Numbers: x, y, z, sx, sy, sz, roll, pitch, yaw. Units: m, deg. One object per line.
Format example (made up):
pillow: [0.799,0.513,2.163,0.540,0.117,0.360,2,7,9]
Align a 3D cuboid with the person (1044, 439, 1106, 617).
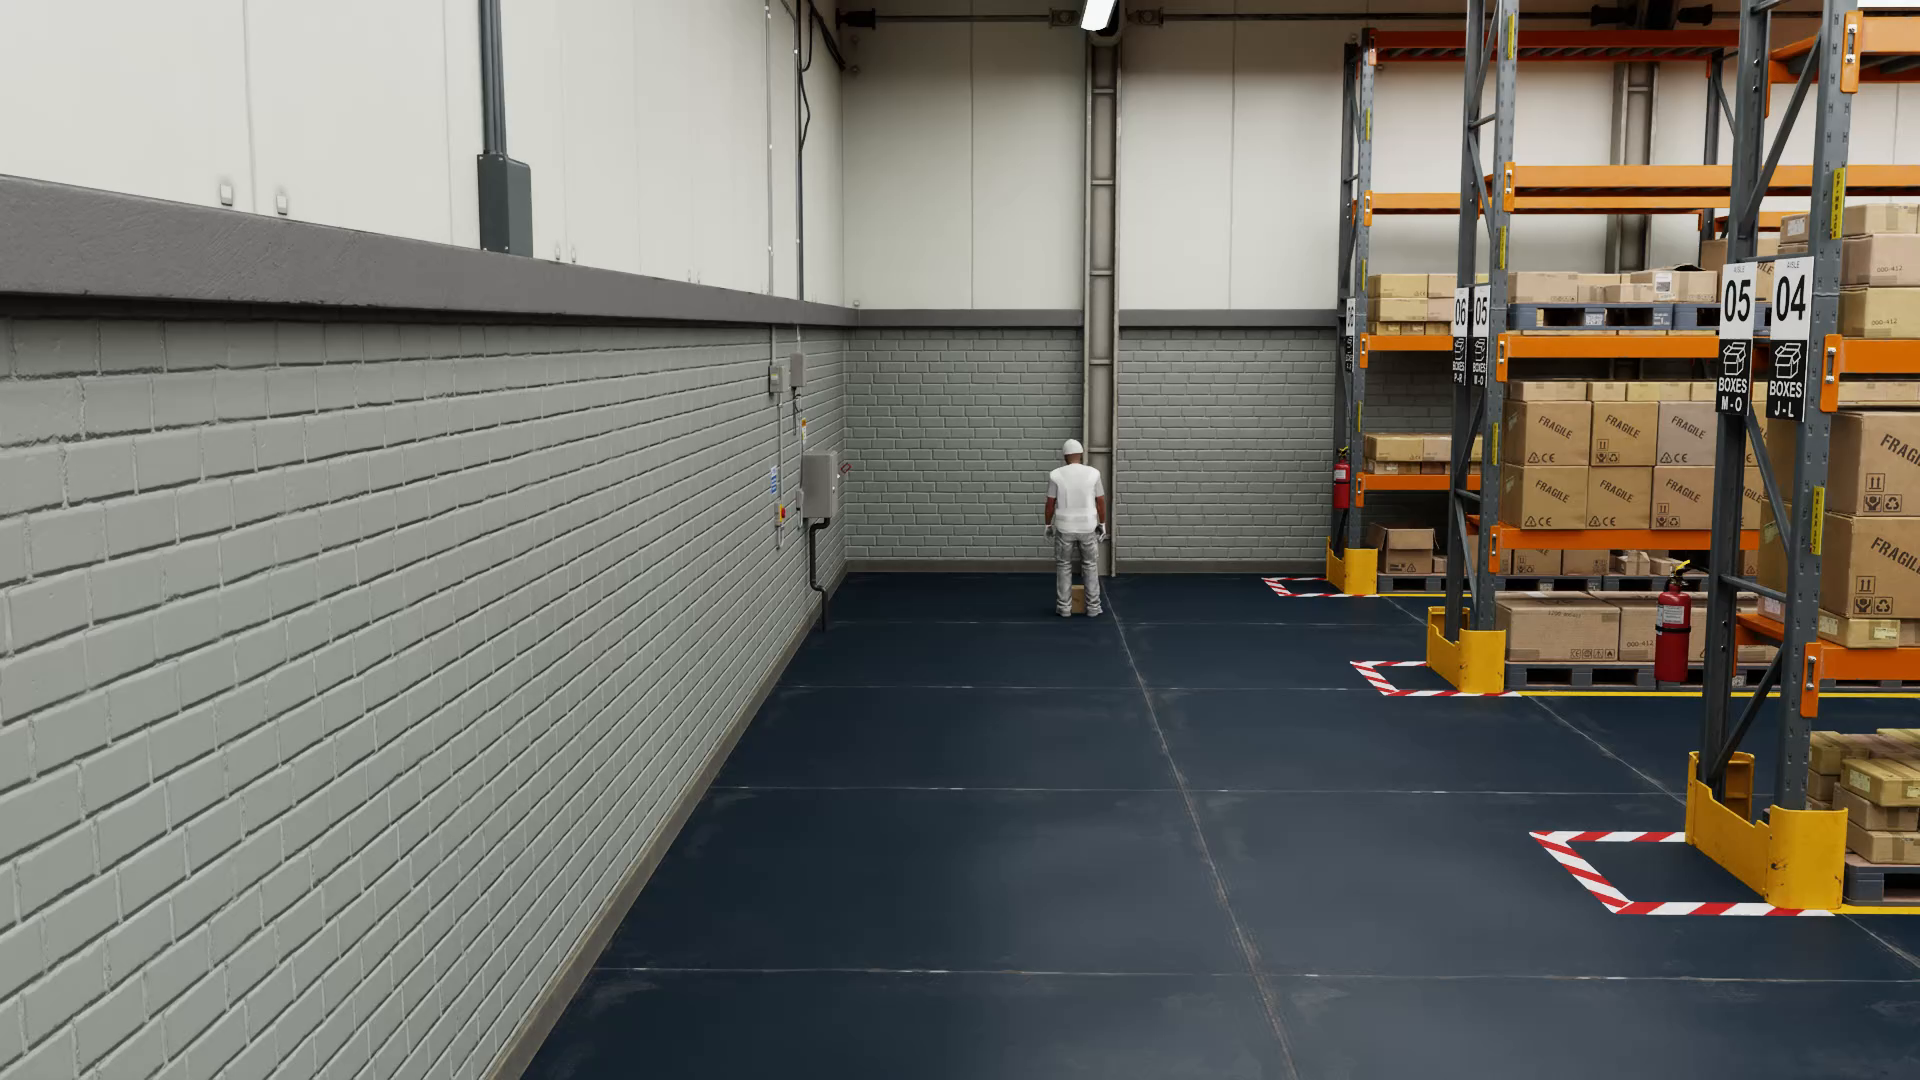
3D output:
person: [1.155,-0.121,16.692,0.622,1.773,0.450,0,7,-2]
